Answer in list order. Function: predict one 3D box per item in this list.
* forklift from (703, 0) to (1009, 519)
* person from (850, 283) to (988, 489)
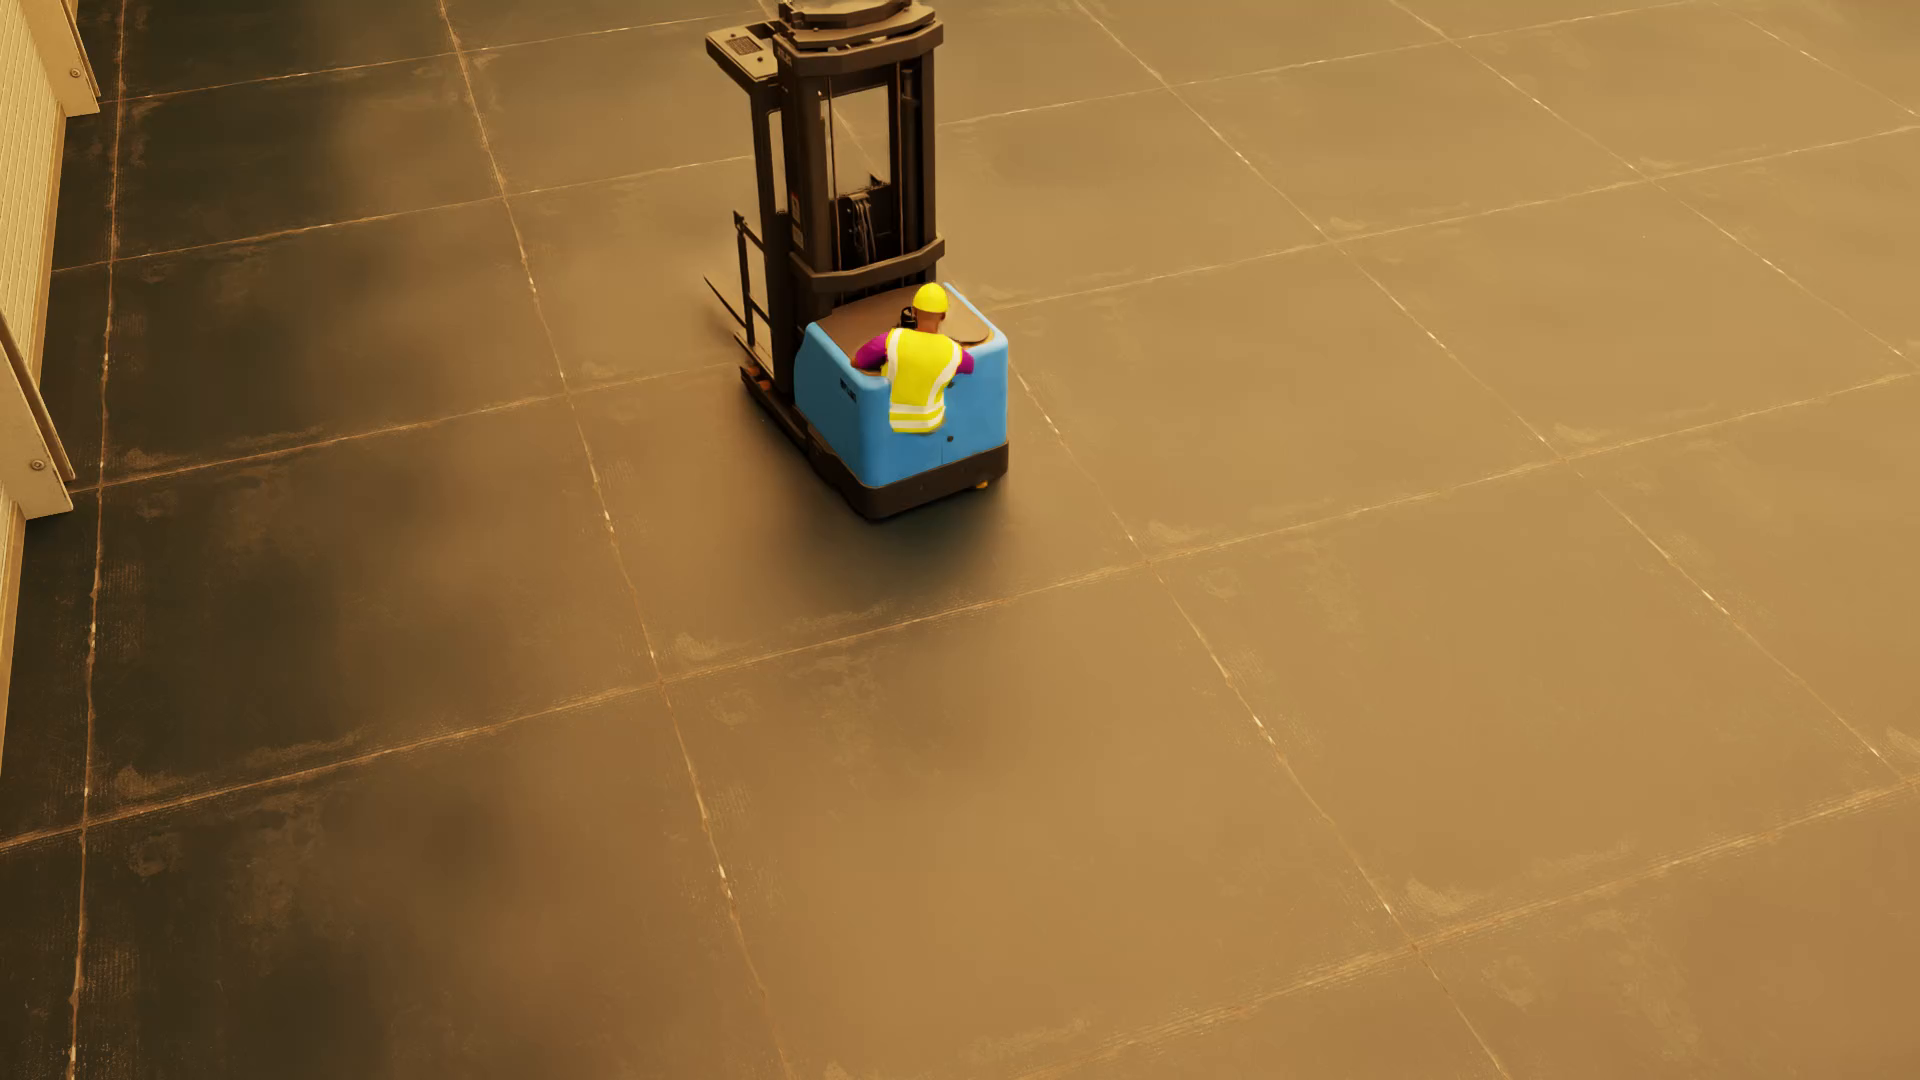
[{"bbox_3d":[-0.856,-2.186,10.600,1.130,2.935,3.031,-20,44,-22],"label":"forklift"},{"bbox_3d":[-0.249,-0.952,10.186,0.885,1.592,0.786,0,40,0],"label":"person"}]
